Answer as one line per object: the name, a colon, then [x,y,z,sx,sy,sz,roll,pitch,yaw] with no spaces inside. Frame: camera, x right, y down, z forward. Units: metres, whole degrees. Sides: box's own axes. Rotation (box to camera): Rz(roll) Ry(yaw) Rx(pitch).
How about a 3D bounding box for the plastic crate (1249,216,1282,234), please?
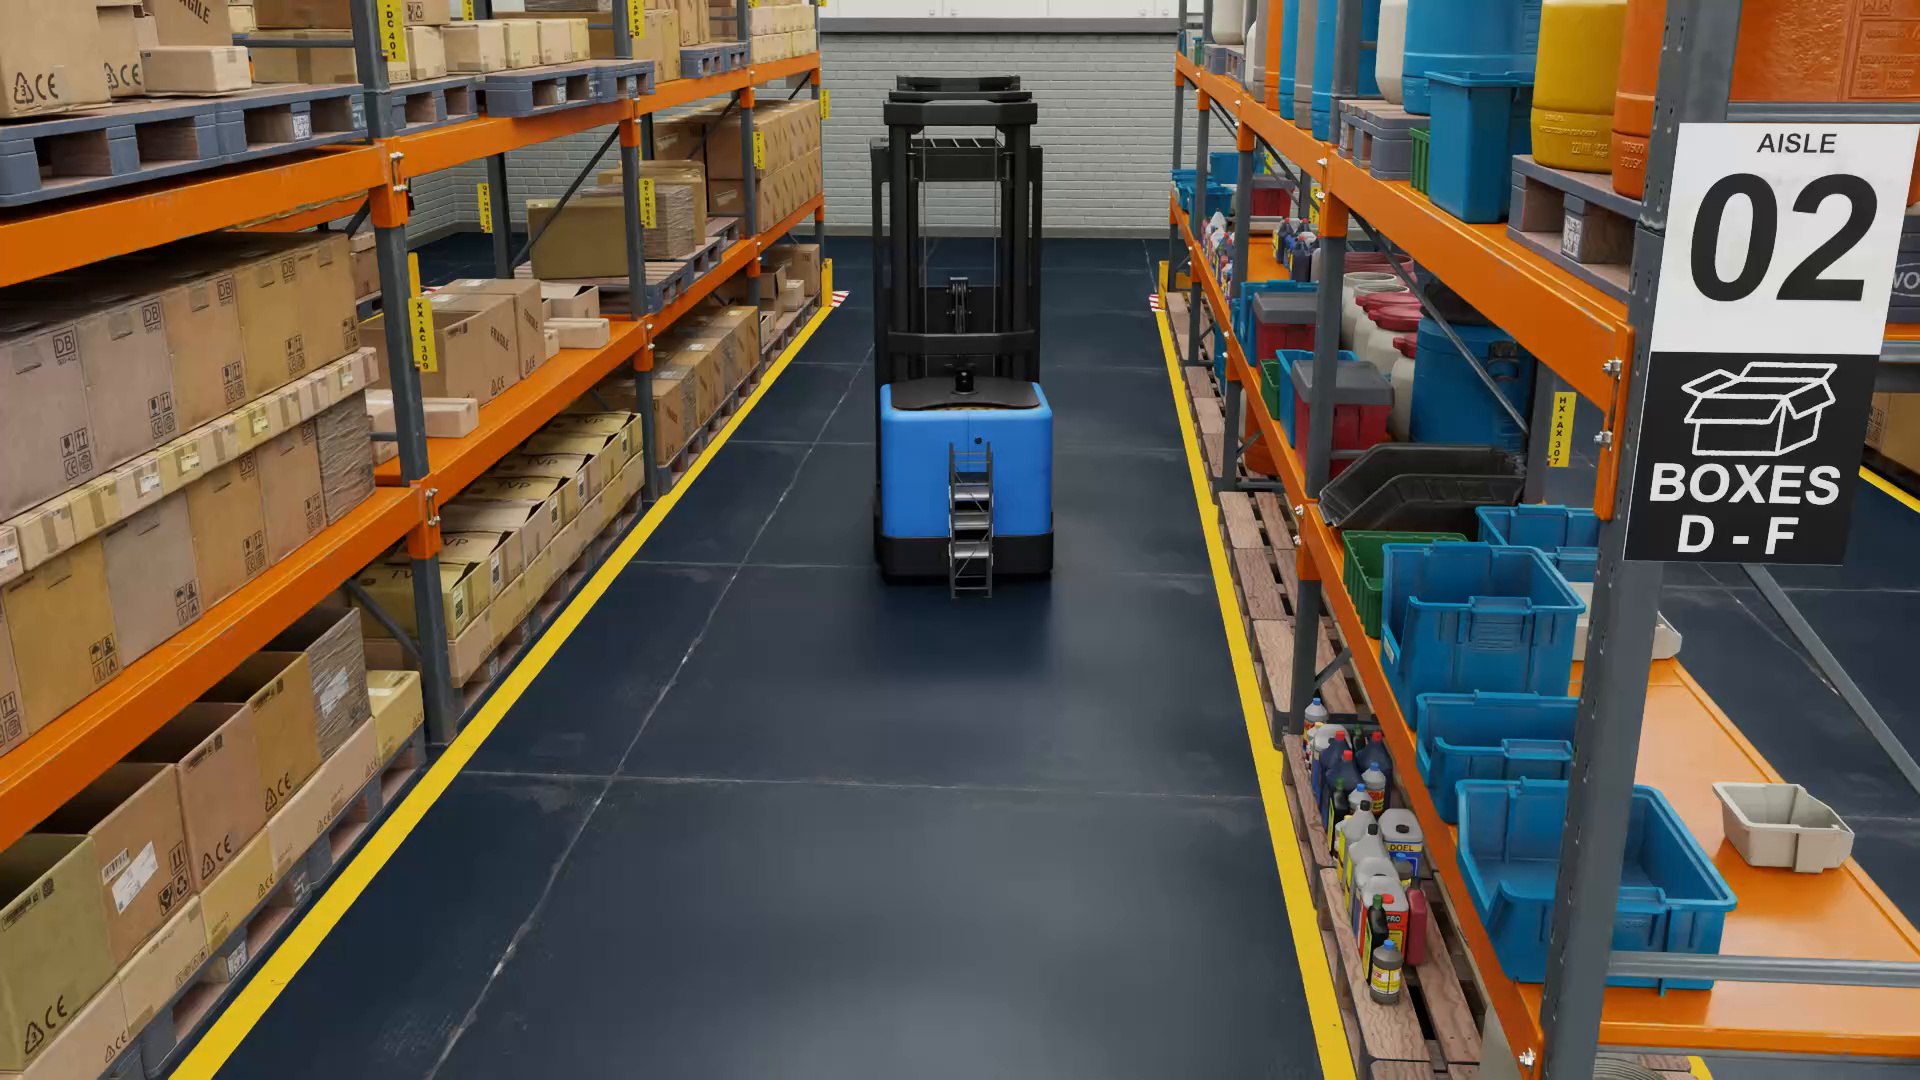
plastic crate: [2.762,-2.884,15.235,0.396,0.136,0.243,1,18,4]

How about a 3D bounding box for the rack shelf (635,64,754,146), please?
rack shelf: [-2.497,-3.414,12.862,1.077,0.370,4.000,1,18,4]

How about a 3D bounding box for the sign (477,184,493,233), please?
sign: [-3.182,-2.231,11.182,0.100,0.325,0.005,1,18,4]

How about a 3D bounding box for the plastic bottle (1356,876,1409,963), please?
plastic bottle: [1.466,1.315,5.761,0.152,0.276,0.135,1,18,4]

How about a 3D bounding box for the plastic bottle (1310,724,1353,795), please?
plastic bottle: [1.557,0.920,6.964,0.152,0.276,0.135,2,18,6]

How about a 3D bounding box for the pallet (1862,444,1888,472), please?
pallet: [7.462,-0.783,12.973,1.003,0.211,1.213,1,18,4]

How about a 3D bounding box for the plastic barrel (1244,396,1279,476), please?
plastic barrel: [2.318,-0.918,11.718,0.600,0.830,0.708,1,18,4]

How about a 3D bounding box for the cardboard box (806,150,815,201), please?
cardboard box: [-1.861,-3.935,17.954,0.500,0.500,0.500,1,18,4]

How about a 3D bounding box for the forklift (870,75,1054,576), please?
forklift: [-0.034,-1.587,11.060,1.130,2.935,3.031,-1,18,-3]

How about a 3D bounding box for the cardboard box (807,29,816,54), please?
cardboard box: [-1.841,-5.382,17.956,0.500,0.250,0.500,1,18,4]

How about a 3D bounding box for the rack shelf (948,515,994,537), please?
rack shelf: [0.063,-0.084,9.841,0.258,0.077,0.200,-1,18,-3]

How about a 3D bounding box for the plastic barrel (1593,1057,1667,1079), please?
plastic barrel: [1.697,1.664,4.349,0.421,0.512,0.421,0,18,0]

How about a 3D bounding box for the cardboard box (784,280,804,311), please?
cardboard box: [-1.958,-2.627,17.833,0.500,0.250,0.500,1,18,4]

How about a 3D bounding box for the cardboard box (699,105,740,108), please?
cardboard box: [-2.433,-4.267,17.361,0.500,0.500,0.500,2,18,5]

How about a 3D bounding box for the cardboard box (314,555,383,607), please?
cardboard box: [-3.184,0.242,8.209,0.500,0.311,0.500,1,18,4]

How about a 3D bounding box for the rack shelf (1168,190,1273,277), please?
rack shelf: [2.730,-3.119,16.780,1.077,0.370,4.000,1,18,4]

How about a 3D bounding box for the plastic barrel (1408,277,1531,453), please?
plastic barrel: [2.343,-0.706,7.457,0.600,0.901,0.708,1,18,4]

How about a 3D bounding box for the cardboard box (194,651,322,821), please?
cardboard box: [-2.822,0.743,6.374,0.500,0.500,0.500,1,18,4]

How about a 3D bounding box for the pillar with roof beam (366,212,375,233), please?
pillar with roof beam: [-3.384,-7.916,20.629,9.100,9.000,0.400,1,18,4]

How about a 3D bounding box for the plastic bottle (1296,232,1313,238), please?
plastic bottle: [2.818,-2.381,13.571,0.152,0.276,0.135,1,18,4]

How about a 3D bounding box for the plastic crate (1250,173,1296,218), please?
plastic crate: [2.901,-3.170,15.582,0.402,0.464,0.583,1,18,4]

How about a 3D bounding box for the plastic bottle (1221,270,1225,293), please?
plastic bottle: [1.988,-1.927,12.304,0.097,0.201,0.097,0,18,0]

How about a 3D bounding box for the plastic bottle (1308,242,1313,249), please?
plastic bottle: [2.741,-2.188,12.991,0.097,0.271,0.097,0,18,0]

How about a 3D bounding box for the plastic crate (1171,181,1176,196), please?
plastic crate: [2.422,-3.818,18.085,0.250,0.136,0.298,1,18,4]

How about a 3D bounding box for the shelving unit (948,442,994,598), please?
shelving unit: [0.063,-0.116,9.831,0.258,0.900,0.210,-1,18,-3]

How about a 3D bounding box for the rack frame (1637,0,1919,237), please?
rack frame: [1.726,-1.964,2.464,1.000,3.000,0.127,1,18,4]

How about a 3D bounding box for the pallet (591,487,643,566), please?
pallet: [-2.738,-0.129,10.978,1.003,0.211,1.213,1,18,4]

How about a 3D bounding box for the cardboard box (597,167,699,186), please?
cardboard box: [-2.597,-2.841,13.942,0.700,0.500,0.500,4,19,13]

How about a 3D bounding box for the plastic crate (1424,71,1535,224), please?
plastic crate: [1.563,-1.130,4.761,0.392,0.384,0.575,1,18,4]

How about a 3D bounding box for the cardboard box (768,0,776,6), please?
cardboard box: [-2.150,-5.359,15.877,0.700,0.500,0.500,1,18,4]

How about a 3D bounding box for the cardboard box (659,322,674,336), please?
cardboard box: [-2.703,-1.874,13.927,0.500,0.250,0.500,1,18,4]

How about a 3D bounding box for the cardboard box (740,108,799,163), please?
cardboard box: [-1.929,-4.094,16.835,0.500,0.500,0.500,2,18,6]

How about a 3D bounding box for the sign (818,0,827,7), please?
sign: [-1.515,-6.021,18.243,0.100,0.325,0.005,1,18,4]

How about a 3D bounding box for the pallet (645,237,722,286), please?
pallet: [-2.506,-2.222,13.195,1.003,0.211,1.213,1,18,4]

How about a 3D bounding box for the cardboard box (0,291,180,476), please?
cardboard box: [-3.061,-0.525,5.465,0.700,0.500,0.500,1,18,4]

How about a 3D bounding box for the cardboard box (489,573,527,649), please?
cardboard box: [-2.613,0.362,8.743,0.500,0.250,0.500,2,18,5]

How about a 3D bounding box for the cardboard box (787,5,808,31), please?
cardboard box: [-1.885,-5.465,17.404,0.500,0.250,0.500,1,18,4]

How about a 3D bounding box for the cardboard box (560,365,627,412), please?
cardboard box: [-2.808,-1.026,12.545,0.500,0.500,0.500,2,18,6]

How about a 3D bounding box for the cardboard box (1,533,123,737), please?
cardboard box: [-3.094,0.266,5.133,0.700,0.500,0.500,1,18,4]

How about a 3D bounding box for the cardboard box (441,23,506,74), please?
cardboard box: [-2.729,-2.613,8.829,0.500,0.250,0.500,0,18,-1]

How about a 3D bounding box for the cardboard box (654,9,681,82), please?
cardboard box: [-2.569,-3.638,12.231,0.910,0.500,0.500,1,18,4]

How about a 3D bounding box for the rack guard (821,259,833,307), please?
rack guard: [-2.073,-2.982,19.221,1.175,0.500,0.348,1,18,4]

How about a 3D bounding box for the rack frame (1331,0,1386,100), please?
rack frame: [2.013,-3.206,6.255,1.000,3.000,0.127,1,18,4]

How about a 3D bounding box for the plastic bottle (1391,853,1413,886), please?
plastic bottle: [1.608,1.245,6.095,0.097,0.201,0.097,0,18,0]

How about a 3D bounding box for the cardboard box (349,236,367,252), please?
cardboard box: [-6.804,-3.280,18.414,0.380,0.149,0.250,2,18,5]

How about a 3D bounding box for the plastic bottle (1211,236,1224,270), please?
plastic bottle: [2.090,-2.286,13.281,0.152,0.276,0.135,1,18,4]

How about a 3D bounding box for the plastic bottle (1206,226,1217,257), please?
plastic bottle: [2.111,-2.494,13.924,0.097,0.271,0.097,0,18,0]

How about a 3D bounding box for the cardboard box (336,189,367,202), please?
cardboard box: [-7.076,-4.061,18.017,0.980,0.700,0.700,1,18,3]

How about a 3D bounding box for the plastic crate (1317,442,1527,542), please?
plastic crate: [1.849,-0.166,6.711,0.767,0.338,0.504,1,18,4]

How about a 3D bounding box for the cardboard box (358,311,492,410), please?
cardboard box: [-2.818,-0.916,8.741,0.500,0.500,0.500,3,18,8]

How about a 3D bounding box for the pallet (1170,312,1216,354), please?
pallet: [2.685,-2.124,17.065,1.003,0.211,1.213,1,18,4]

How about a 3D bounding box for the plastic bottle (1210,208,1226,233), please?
plastic bottle: [2.235,-2.702,14.430,0.144,0.351,0.185,1,18,4]

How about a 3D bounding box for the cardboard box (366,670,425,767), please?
cardboard box: [-2.743,0.789,7.439,0.500,0.250,0.500,1,18,4]

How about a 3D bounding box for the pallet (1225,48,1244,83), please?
pallet: [2.549,-3.577,12.509,1.003,0.211,1.213,1,18,4]

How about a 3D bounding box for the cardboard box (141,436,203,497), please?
cardboard box: [-2.842,-0.256,5.686,0.380,0.149,0.250,2,18,6]
